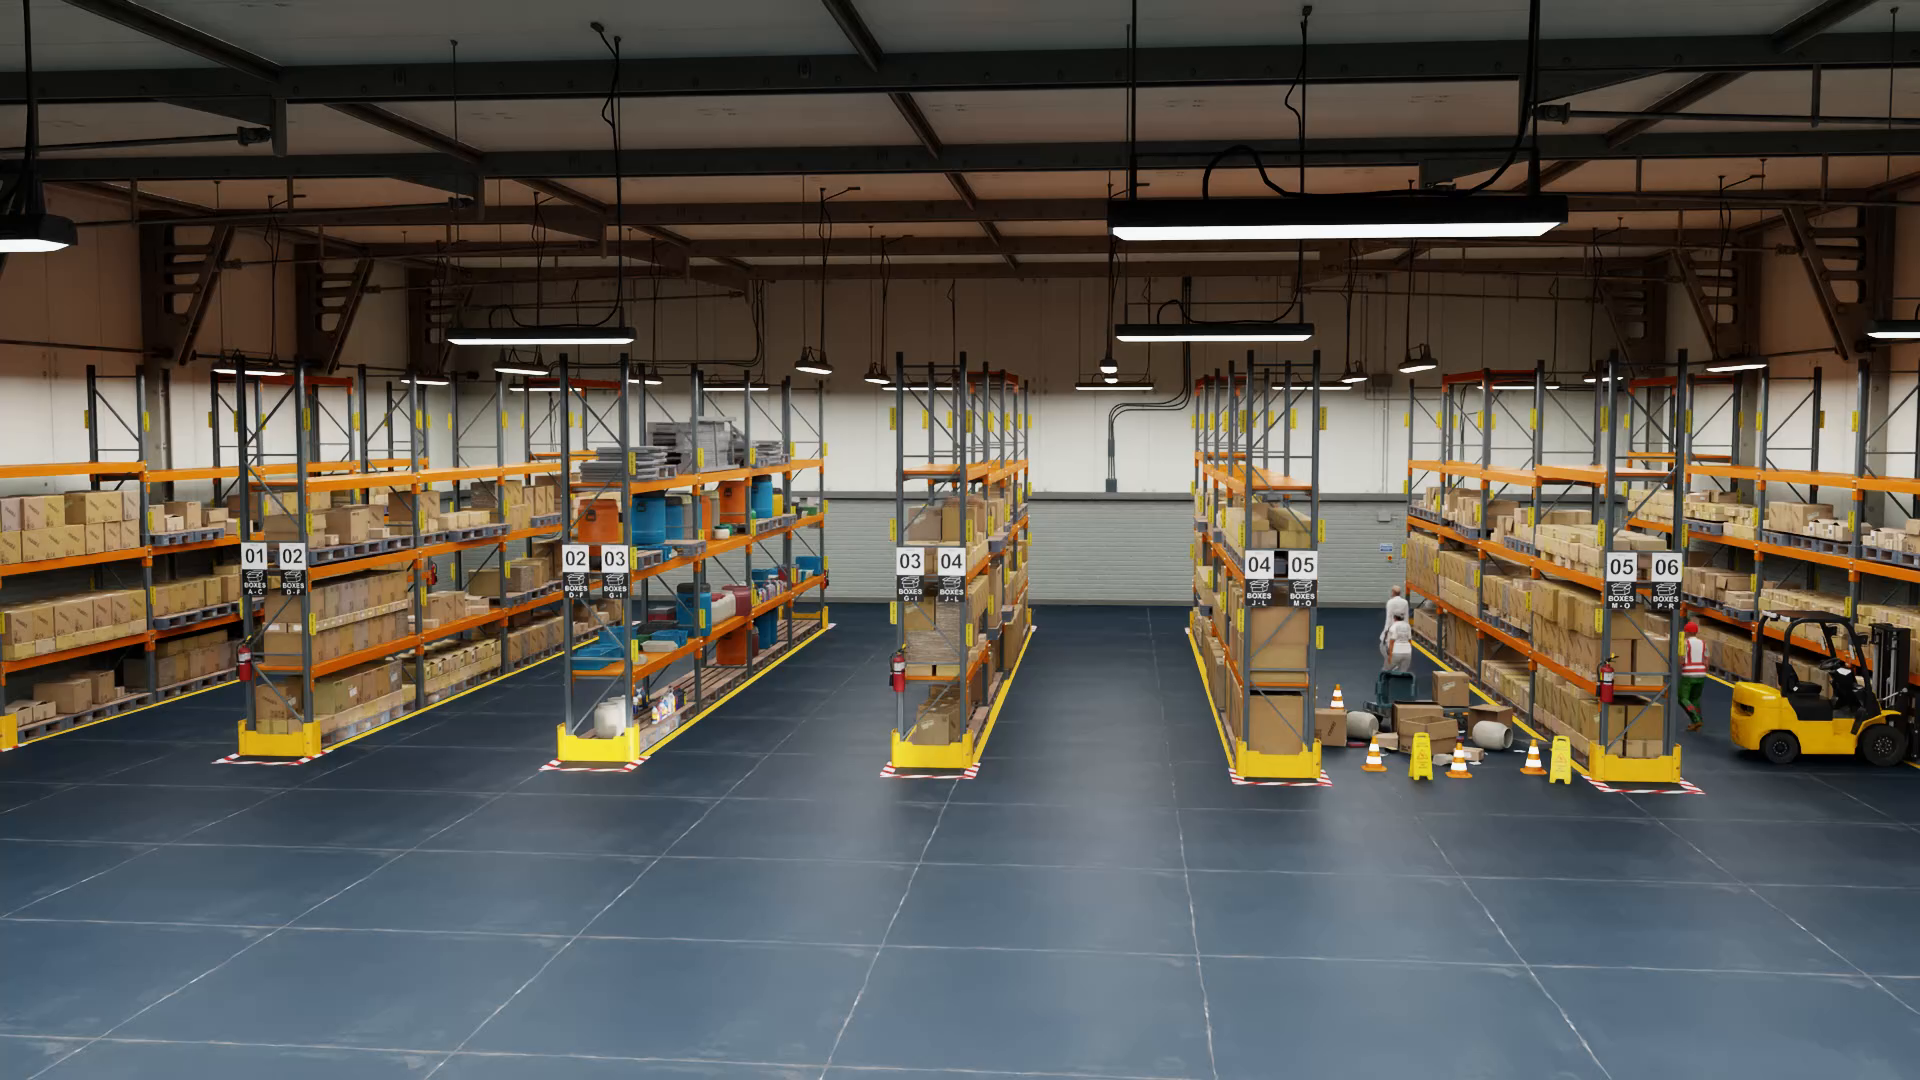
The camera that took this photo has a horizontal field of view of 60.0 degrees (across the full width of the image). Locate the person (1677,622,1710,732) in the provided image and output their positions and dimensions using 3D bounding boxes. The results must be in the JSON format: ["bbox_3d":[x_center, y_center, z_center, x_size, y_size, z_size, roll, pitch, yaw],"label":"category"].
[{"bbox_3d":[11.882,2.224,26.911,0.616,1.754,0.692,-1,4,-17],"label":"person"}]

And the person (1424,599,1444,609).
[{"bbox_3d":[11.476,1.301,40.103,1.115,1.705,0.535,0,4,6],"label":"person"}]

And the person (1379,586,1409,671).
[{"bbox_3d":[8.588,1.886,32.728,0.638,1.581,0.528,-2,5,-30],"label":"person"}]

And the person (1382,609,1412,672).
[{"bbox_3d":[7.827,2.080,29.715,0.528,1.699,0.424,-2,4,-23],"label":"person"}]
